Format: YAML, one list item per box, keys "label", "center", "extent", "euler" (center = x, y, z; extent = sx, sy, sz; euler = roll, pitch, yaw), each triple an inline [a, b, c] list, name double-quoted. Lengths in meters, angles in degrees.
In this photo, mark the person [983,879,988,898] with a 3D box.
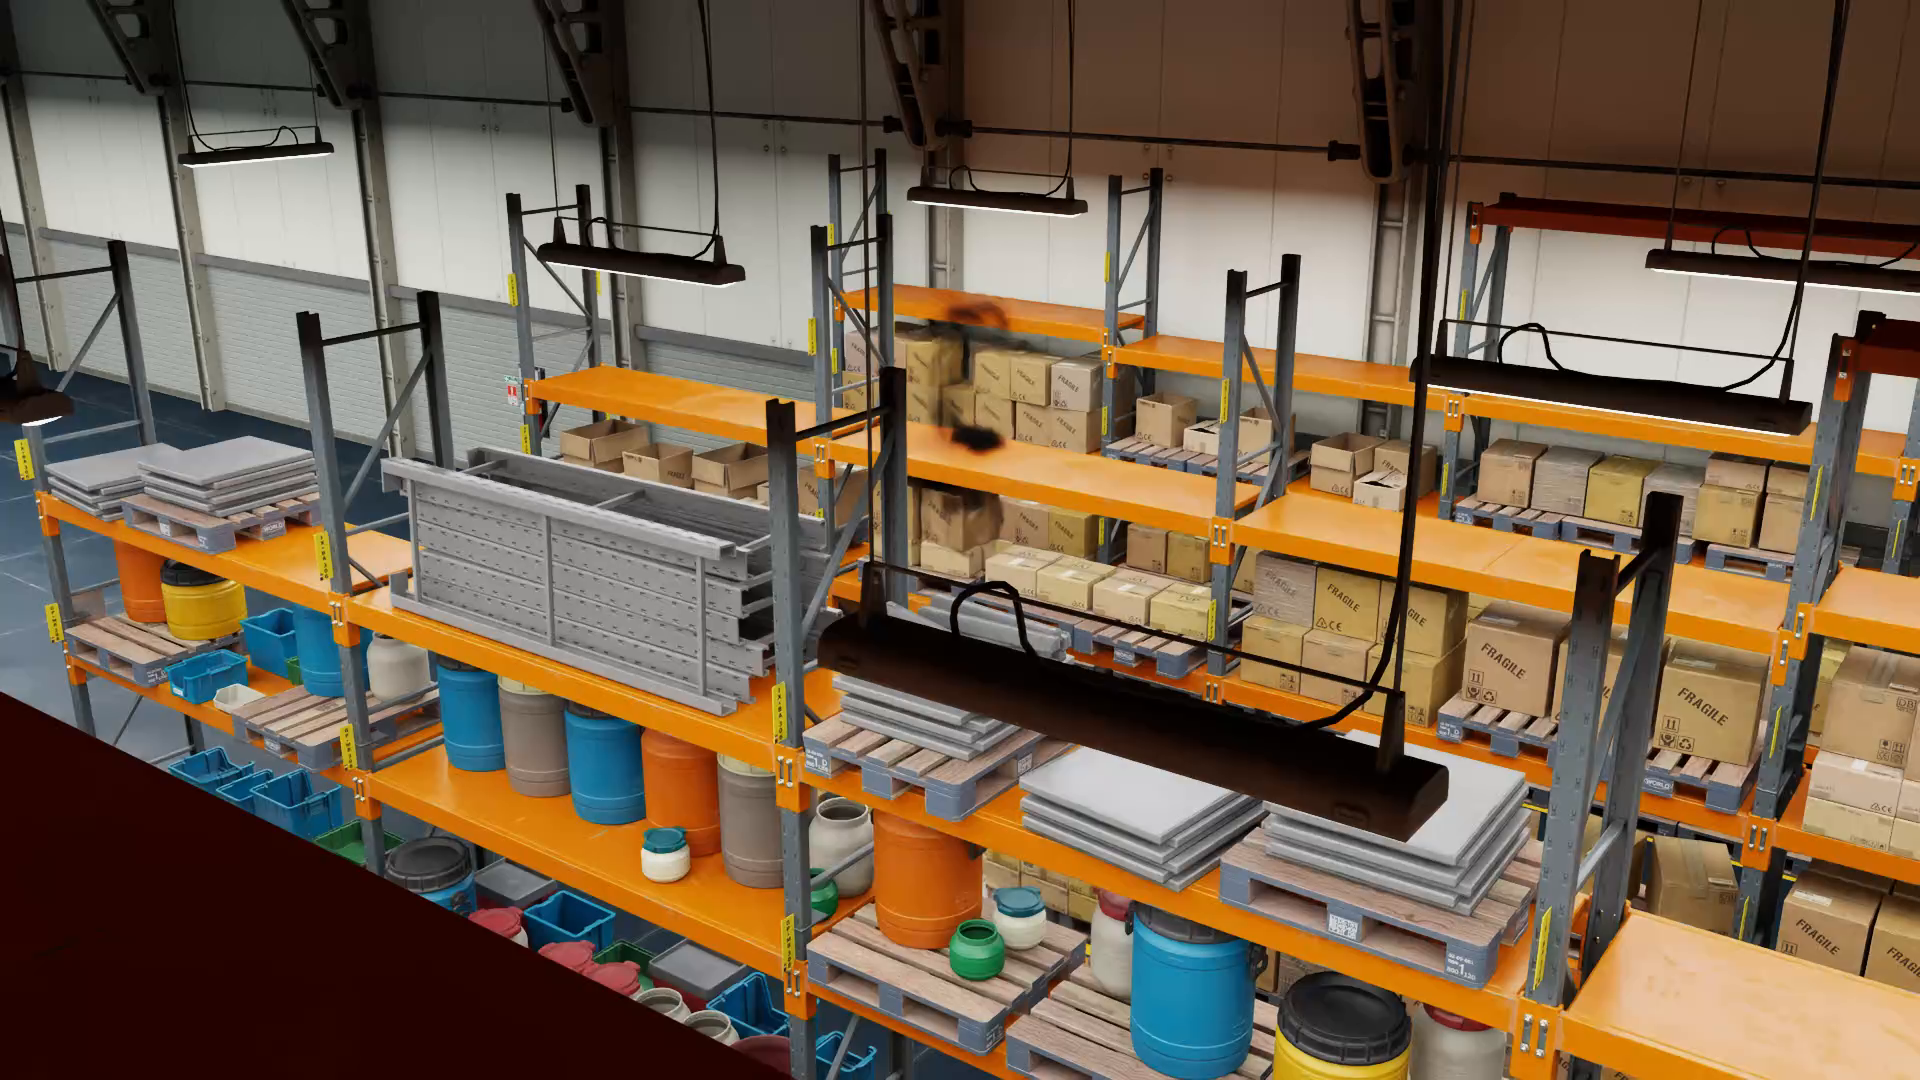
- label: "person"
  center: [-0.007, 3.180, 12.895]
  extent: [0.791, 1.733, 0.714]
  euler: [8, 20, 22]
